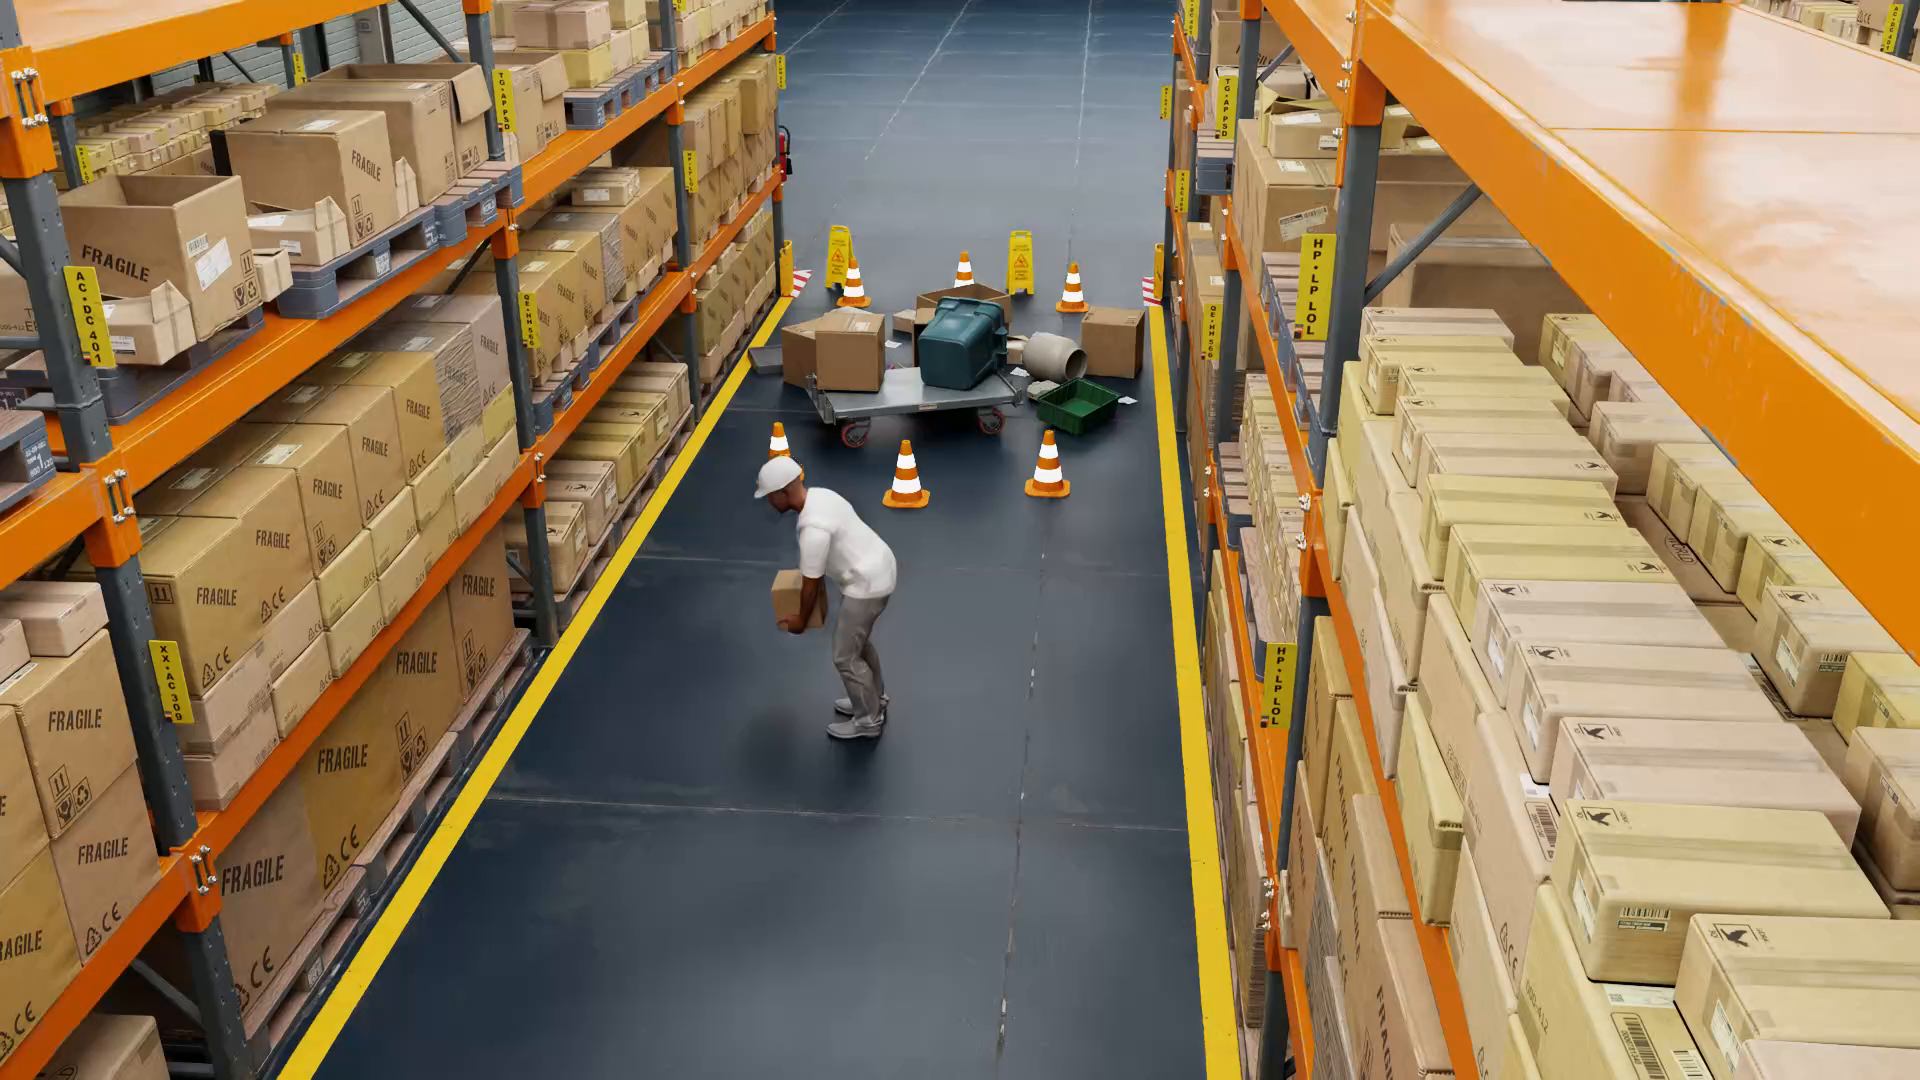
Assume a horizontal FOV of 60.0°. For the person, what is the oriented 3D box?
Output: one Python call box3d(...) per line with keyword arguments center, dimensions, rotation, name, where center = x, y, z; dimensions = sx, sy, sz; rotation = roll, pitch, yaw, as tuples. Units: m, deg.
box3d(center=(-0.719, 0.305, 9.091), dimensions=(0.750, 1.608, 0.480), rotation=(1, 24, 3), name="person")
